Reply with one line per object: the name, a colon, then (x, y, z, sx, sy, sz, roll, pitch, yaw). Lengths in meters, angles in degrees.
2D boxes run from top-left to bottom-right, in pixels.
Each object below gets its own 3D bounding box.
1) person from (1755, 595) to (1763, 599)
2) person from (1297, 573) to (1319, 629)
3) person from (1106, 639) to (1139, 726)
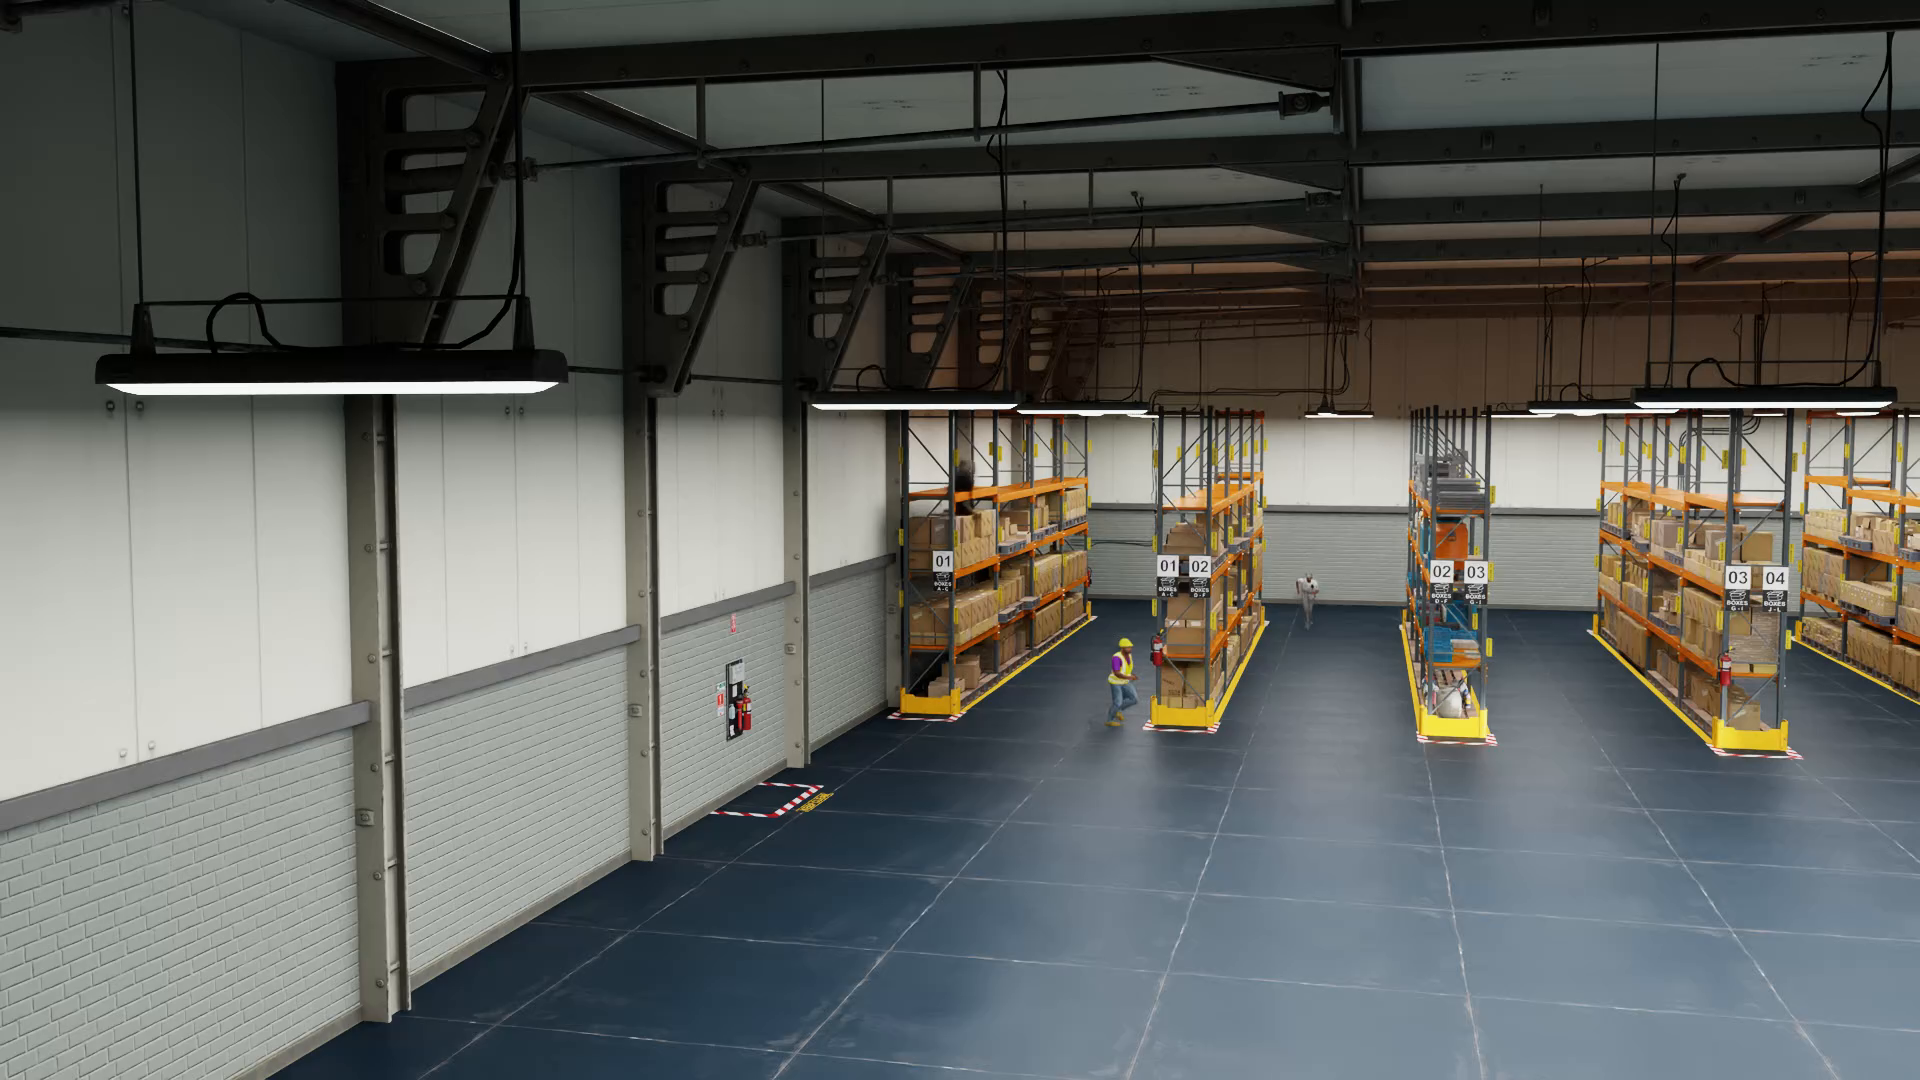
person: (20.531, 1.808, 42.799, 0.746, 1.719, 0.549, 1, 4, 18)
person: (9.613, 1.670, 46.027, 0.595, 1.618, 0.957, 1, 4, 10)
person: (3.060, 2.666, 30.993, 0.843, 1.680, 0.717, 4, 6, 45)
